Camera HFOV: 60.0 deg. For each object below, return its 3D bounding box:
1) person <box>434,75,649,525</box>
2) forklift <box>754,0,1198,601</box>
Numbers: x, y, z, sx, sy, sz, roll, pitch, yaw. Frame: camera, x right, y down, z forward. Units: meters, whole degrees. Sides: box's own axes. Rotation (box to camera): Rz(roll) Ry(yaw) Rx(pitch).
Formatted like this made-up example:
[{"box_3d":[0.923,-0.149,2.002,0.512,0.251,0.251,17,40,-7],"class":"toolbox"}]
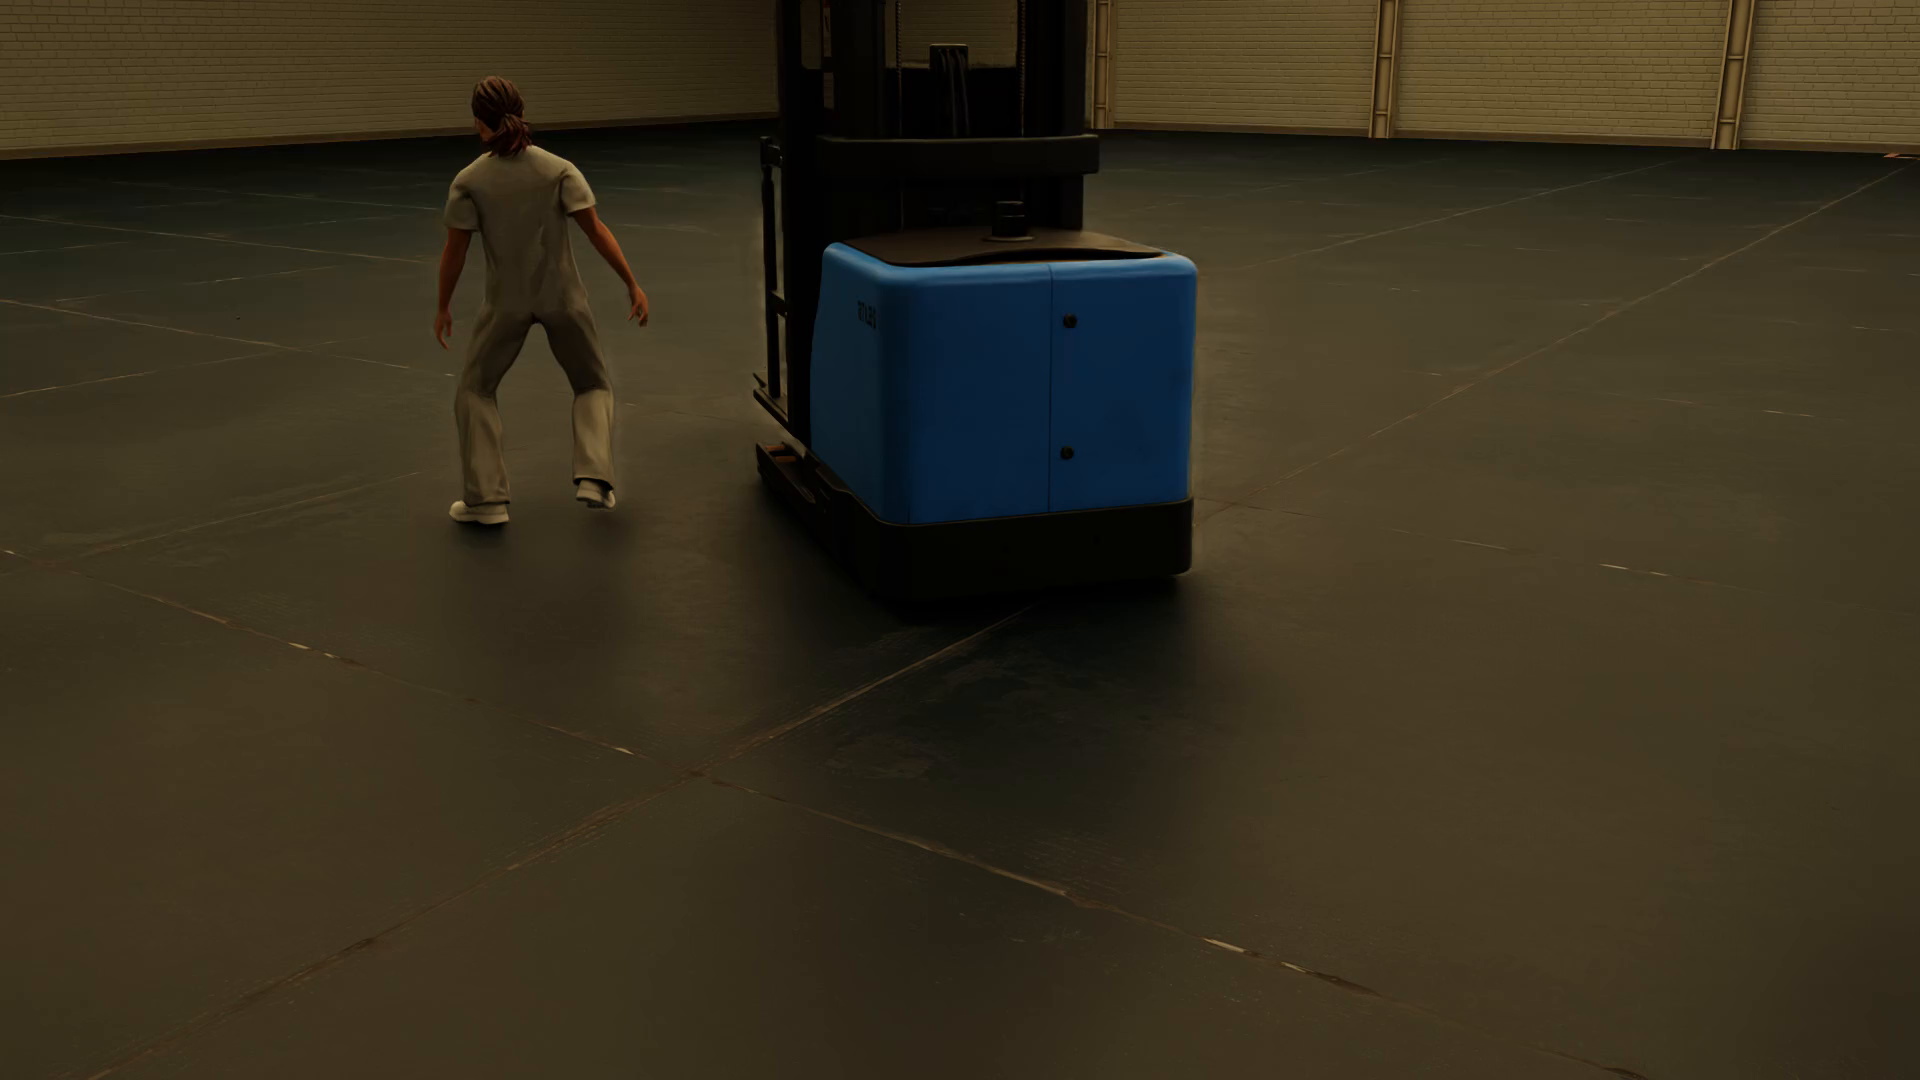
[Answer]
[{"box_3d":[-1.524,-0.854,6.026,0.780,1.599,0.484,-3,17,-9],"class":"person"},{"box_3d":[-0.182,-1.599,6.180,1.130,2.935,3.031,-5,17,-17],"class":"forklift"}]
